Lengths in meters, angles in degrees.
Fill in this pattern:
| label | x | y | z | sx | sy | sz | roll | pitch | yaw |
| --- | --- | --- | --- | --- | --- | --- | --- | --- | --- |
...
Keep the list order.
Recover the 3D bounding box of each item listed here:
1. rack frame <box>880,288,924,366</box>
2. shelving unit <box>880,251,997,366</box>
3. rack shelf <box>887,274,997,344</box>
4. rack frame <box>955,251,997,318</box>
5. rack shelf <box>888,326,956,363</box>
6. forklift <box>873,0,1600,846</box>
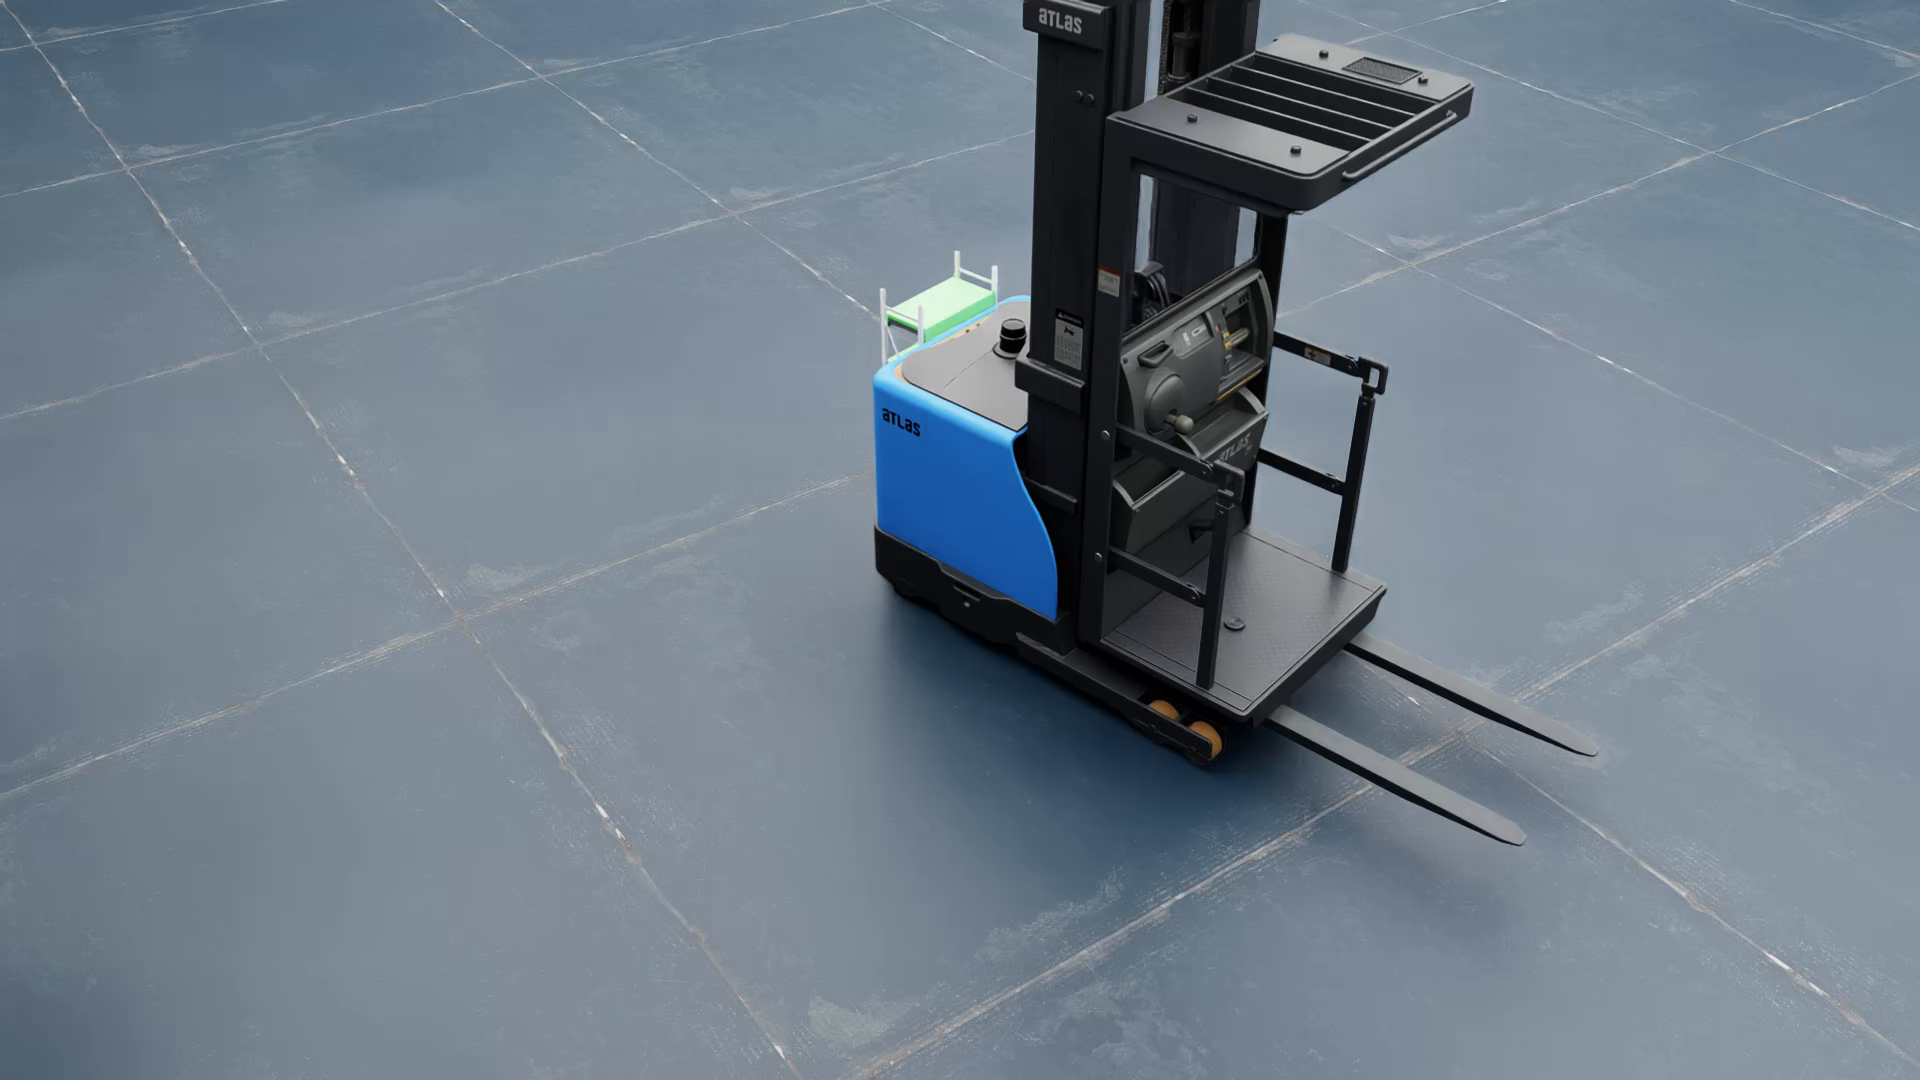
| label | x | y | z | sx | sy | sz | roll | pitch | yaw |
| --- | --- | --- | --- | --- | --- | --- | --- | --- | --- |
| rack frame | -0.251 | -0.556 | 7.495 | 0.240 | 1.200 | 0.015 | 27 | 44 | 32 |
| shelving unit | -0.090 | -0.663 | 7.644 | 0.258 | 1.200 | 0.503 | 27 | 44 | 32 |
| rack shelf | -0.090 | -1.001 | 7.401 | 0.258 | 0.148 | 0.480 | 27 | 44 | 32 |
| rack frame | 0.071 | -0.770 | 7.793 | 0.240 | 1.200 | 0.015 | 27 | 44 | 32 |
| rack shelf | -0.090 | -0.806 | 7.541 | 0.258 | 0.148 | 0.480 | 27 | 44 | 32 |
| forklift | 1.061 | -0.659 | 6.156 | 3.031 | 2.935 | 1.130 | 27 | 44 | 32 |
